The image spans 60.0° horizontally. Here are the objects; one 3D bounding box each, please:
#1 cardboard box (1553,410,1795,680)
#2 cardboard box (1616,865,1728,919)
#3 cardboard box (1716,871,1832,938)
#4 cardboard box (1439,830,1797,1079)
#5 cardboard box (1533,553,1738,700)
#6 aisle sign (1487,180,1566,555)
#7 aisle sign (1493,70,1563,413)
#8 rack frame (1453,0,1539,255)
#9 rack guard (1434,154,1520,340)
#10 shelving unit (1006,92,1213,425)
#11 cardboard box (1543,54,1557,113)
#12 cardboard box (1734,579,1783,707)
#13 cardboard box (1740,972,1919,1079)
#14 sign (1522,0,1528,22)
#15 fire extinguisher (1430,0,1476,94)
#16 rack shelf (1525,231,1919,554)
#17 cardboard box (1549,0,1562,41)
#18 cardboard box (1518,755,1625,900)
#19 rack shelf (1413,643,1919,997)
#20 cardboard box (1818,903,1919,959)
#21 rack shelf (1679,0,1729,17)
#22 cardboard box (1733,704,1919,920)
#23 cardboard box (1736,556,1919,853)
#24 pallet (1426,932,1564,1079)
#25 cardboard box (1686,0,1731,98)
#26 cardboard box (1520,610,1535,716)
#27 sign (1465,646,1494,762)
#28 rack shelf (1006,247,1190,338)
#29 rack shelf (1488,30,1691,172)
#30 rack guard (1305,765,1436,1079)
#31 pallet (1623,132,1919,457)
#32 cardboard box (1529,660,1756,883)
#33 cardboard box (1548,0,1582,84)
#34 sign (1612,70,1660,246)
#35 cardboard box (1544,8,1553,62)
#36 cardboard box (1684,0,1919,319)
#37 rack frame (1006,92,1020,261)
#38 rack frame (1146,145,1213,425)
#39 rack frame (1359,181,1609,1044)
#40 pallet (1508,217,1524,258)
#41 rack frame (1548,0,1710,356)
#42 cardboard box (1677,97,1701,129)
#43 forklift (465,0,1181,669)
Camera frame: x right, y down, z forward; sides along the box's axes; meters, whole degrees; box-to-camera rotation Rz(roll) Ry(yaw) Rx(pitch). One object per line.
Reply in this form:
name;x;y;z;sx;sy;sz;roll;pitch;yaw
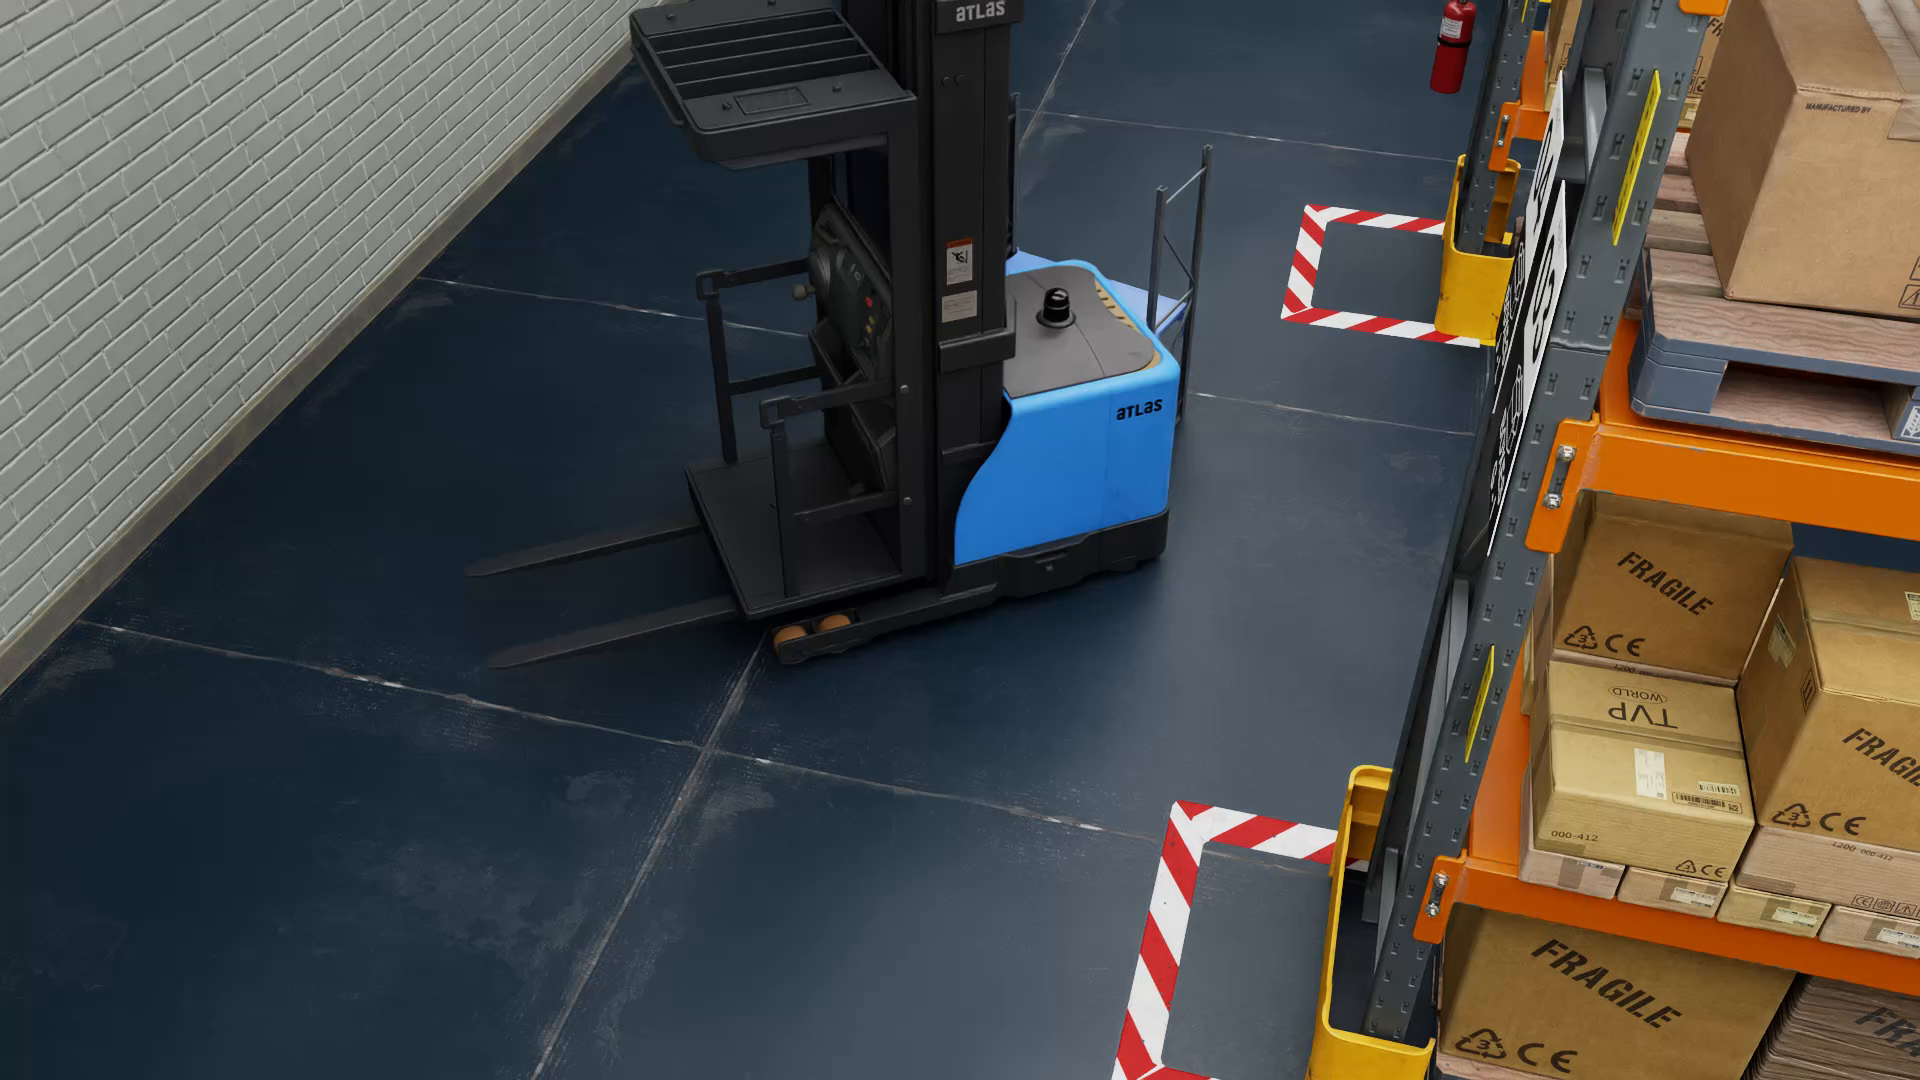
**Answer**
cardboard box;1.996;0.008;4.711;0.500;0.500;0.500;10;41;12
cardboard box;1.963;0.836;4.618;0.250;0.149;0.380;9;41;11
cardboard box;2.210;0.878;4.568;0.250;0.149;0.380;9;41;10
cardboard box;2.096;1.143;5.382;0.875;0.875;0.875;10;41;11
cardboard box;1.994;0.293;4.954;0.500;0.250;0.500;9;41;11
aisle sign;1.310;-0.388;3.858;0.004;0.787;0.394;10;41;11
aisle sign;1.465;-0.760;4.301;0.004;0.787;0.394;10;41;11
rack frame;2.837;-2.631;8.550;0.127;3.000;1.000;10;41;11
rack guard;2.910;-1.661;9.339;0.348;0.500;1.175;10;41;11
shelving unit;0.573;-1.257;8.080;1.048;1.500;0.538;22;45;24
cardboard box;3.065;-2.277;8.325;0.250;0.149;0.380;9;41;11
cardboard box;2.484;0.378;4.853;0.500;0.250;0.500;9;41;11
cardboard box;2.975;1.294;5.202;0.875;0.875;0.875;10;41;11
sign;2.697;-2.625;7.871;0.005;0.325;0.100;10;41;11
fire extinguisher;2.713;-2.787;9.086;0.183;0.674;0.296;10;41;11
rack shelf;3.389;-0.107;3.772;4.000;0.370;1.077;10;41;11
cardboard box;3.338;-2.868;8.524;0.500;0.500;0.500;11;41;12
cardboard box;1.715;0.794;4.668;0.250;0.149;0.380;10;41;12
rack shelf;3.389;1.042;4.737;4.000;0.370;1.077;10;41;11
cardboard box;2.463;0.921;4.517;0.250;0.149;0.380;9;41;11
rack shelf;3.389;-1.103;2.936;4.000;0.370;1.077;10;41;11
cardboard box;2.355;0.707;4.461;0.500;0.250;0.500;9;41;11
cardboard box;2.334;0.421;4.219;0.500;0.500;0.500;9;41;10
pallet;2.250;1.586;5.698;1.213;0.211;1.003;10;41;11
cardboard box;3.723;-2.464;8.042;0.500;0.500;0.500;10;41;12
cardboard box;1.886;0.384;5.155;0.250;0.149;0.380;11;41;12
sign;1.308;0.416;4.188;0.005;0.325;0.100;10;41;11
rack shelf;0.573;-1.119;8.196;1.000;0.185;0.538;22;45;24
rack shelf;4.769;-2.023;8.386;4.000;0.370;1.077;10;41;11
rack guard;1.434;1.387;5.710;0.348;0.500;1.175;10;41;11
pallet;2.176;-0.564;3.826;1.213;0.211;1.003;10;41;11
cardboard box;1.851;0.625;4.559;0.500;0.250;0.500;9;41;10
cardboard box;3.199;-2.537;8.129;0.500;0.500;0.500;12;41;13
sign;1.308;-0.736;3.221;0.005;0.325;0.100;10;41;11
cardboard box;3.225;-2.656;8.776;0.250;0.149;0.380;10;41;11
cardboard box;1.973;-0.899;3.674;0.500;0.500;0.700;7;41;9
rack frame;0.143;-1.431;8.288;0.032;1.500;0.500;22;45;24
rack frame;1.003;-1.082;7.872;0.032;1.500;0.500;22;45;24
rack frame;1.457;0.434;4.901;0.127;3.000;1.000;10;41;11
pallet;3.686;-1.394;9.245;1.213;0.211;1.003;10;41;11
rack frame;1.457;-1.864;2.972;0.127;3.000;1.000;10;41;11
cardboard box;3.568;-2.183;8.212;0.250;0.149;0.380;9;41;10
forklift;-0.627;-0.977;6.634;3.031;2.935;1.130;-14;42;-16
